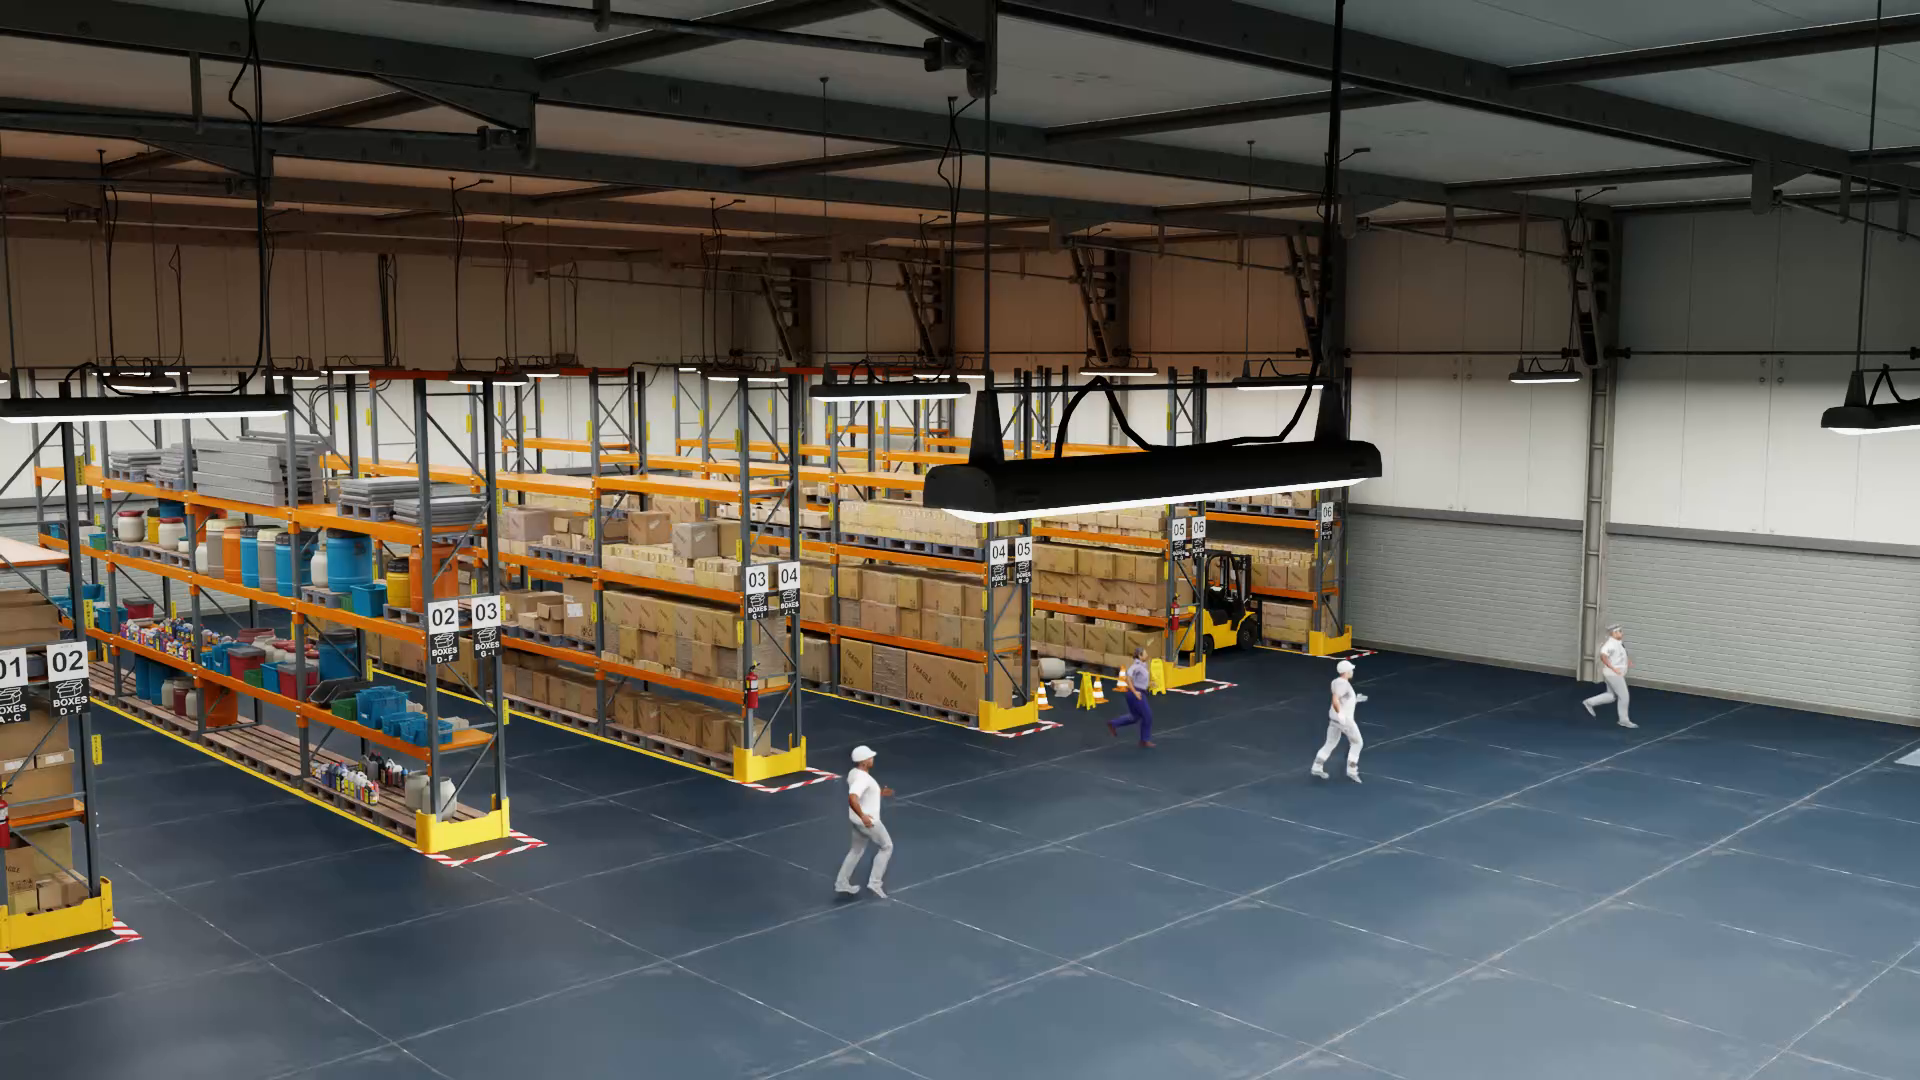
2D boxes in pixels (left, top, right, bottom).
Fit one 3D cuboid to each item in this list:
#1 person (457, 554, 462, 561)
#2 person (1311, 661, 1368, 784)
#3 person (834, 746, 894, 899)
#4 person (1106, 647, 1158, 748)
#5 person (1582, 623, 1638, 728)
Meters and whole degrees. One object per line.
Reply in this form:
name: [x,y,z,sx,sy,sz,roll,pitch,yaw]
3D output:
person: [-11.894,1.124,39.360,0.671,1.612,0.626,1,7,8]
person: [5.600,2.685,24.418,0.877,1.843,0.643,-2,7,-13]
person: [-1.089,3.287,19.296,0.750,1.820,0.676,-3,7,-25]
person: [2.781,2.520,26.764,0.823,1.625,0.588,1,7,8]
person: [11.082,2.285,28.233,0.879,1.785,0.663,2,7,20]
